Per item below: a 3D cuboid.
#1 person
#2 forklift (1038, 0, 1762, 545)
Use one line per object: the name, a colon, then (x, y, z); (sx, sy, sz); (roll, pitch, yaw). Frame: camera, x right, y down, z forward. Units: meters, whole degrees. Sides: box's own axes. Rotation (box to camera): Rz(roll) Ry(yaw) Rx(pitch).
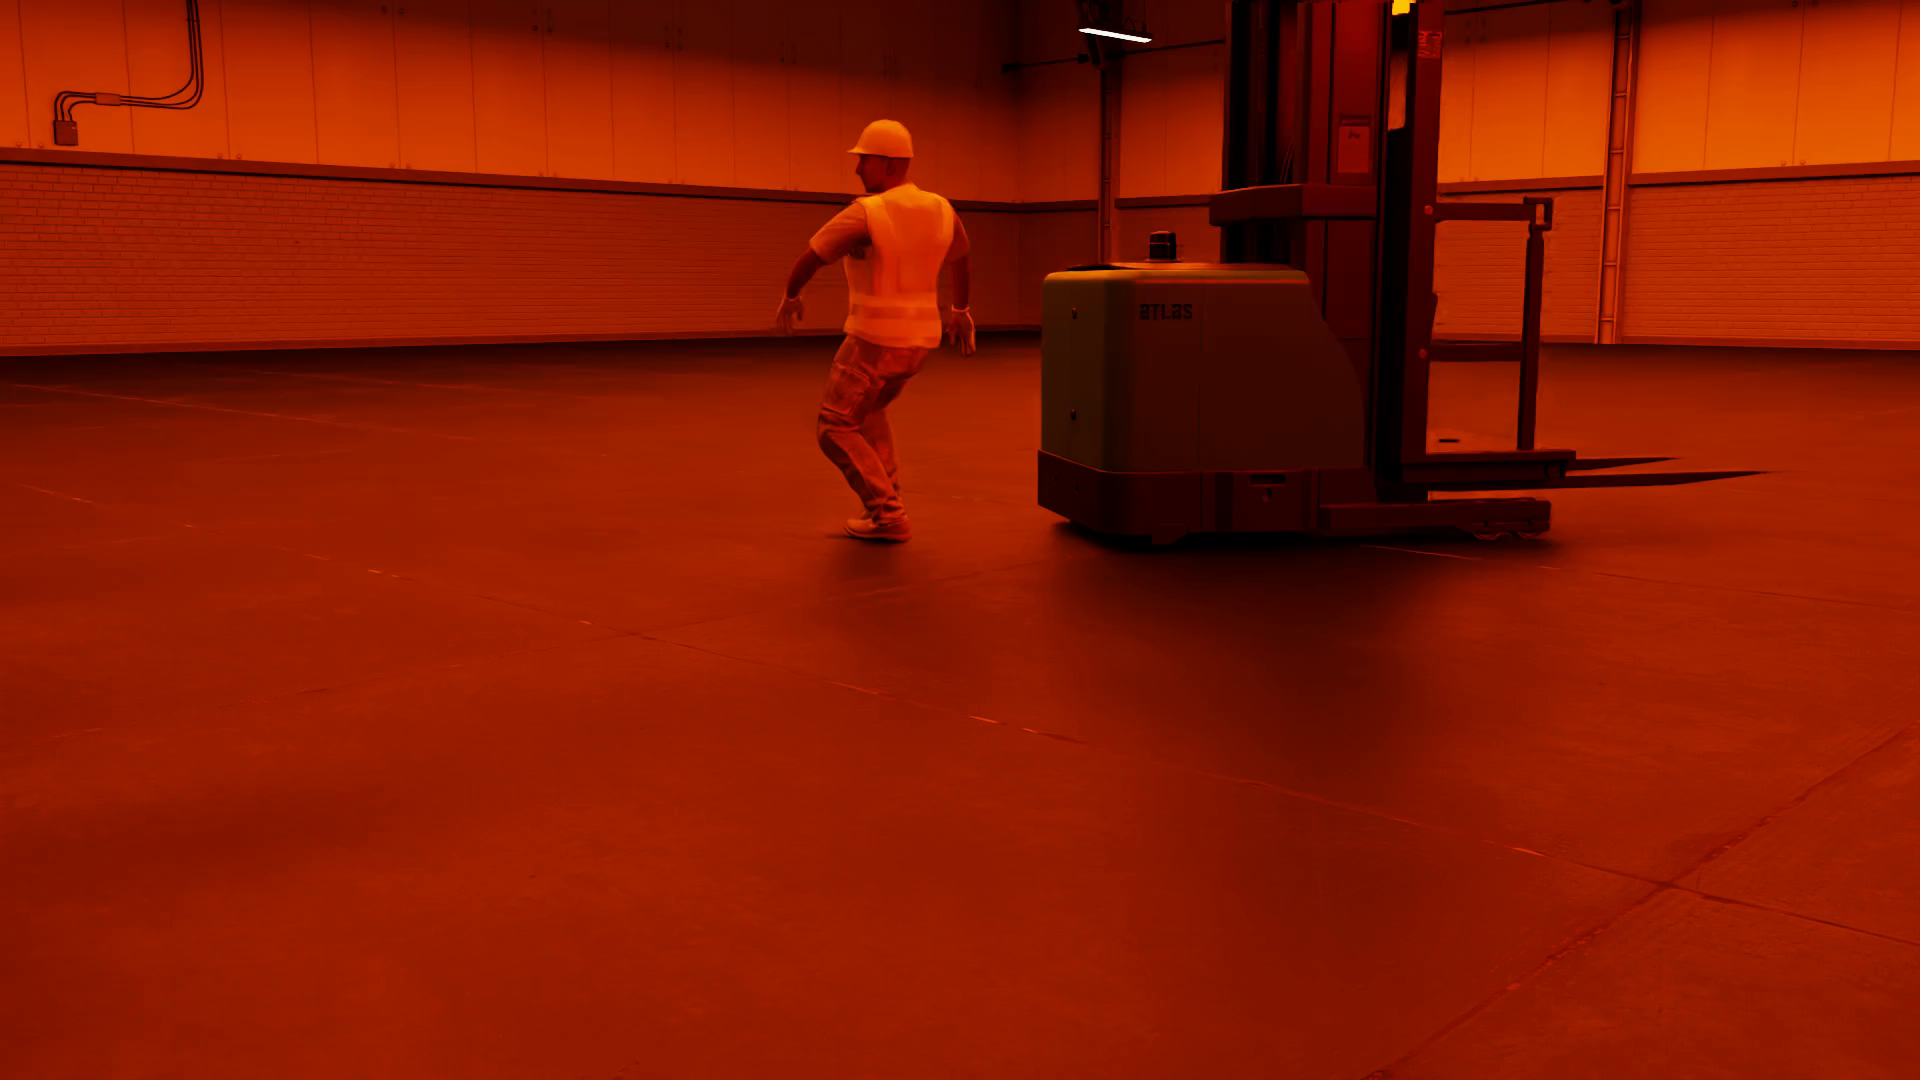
person: (-0.325, -0.853, 6.909); (0.638, 1.703, 0.902); (6, 11, 36)
forklift: (1.912, -1.519, 6.965); (3.031, 2.935, 1.130); (-2, 9, -13)
